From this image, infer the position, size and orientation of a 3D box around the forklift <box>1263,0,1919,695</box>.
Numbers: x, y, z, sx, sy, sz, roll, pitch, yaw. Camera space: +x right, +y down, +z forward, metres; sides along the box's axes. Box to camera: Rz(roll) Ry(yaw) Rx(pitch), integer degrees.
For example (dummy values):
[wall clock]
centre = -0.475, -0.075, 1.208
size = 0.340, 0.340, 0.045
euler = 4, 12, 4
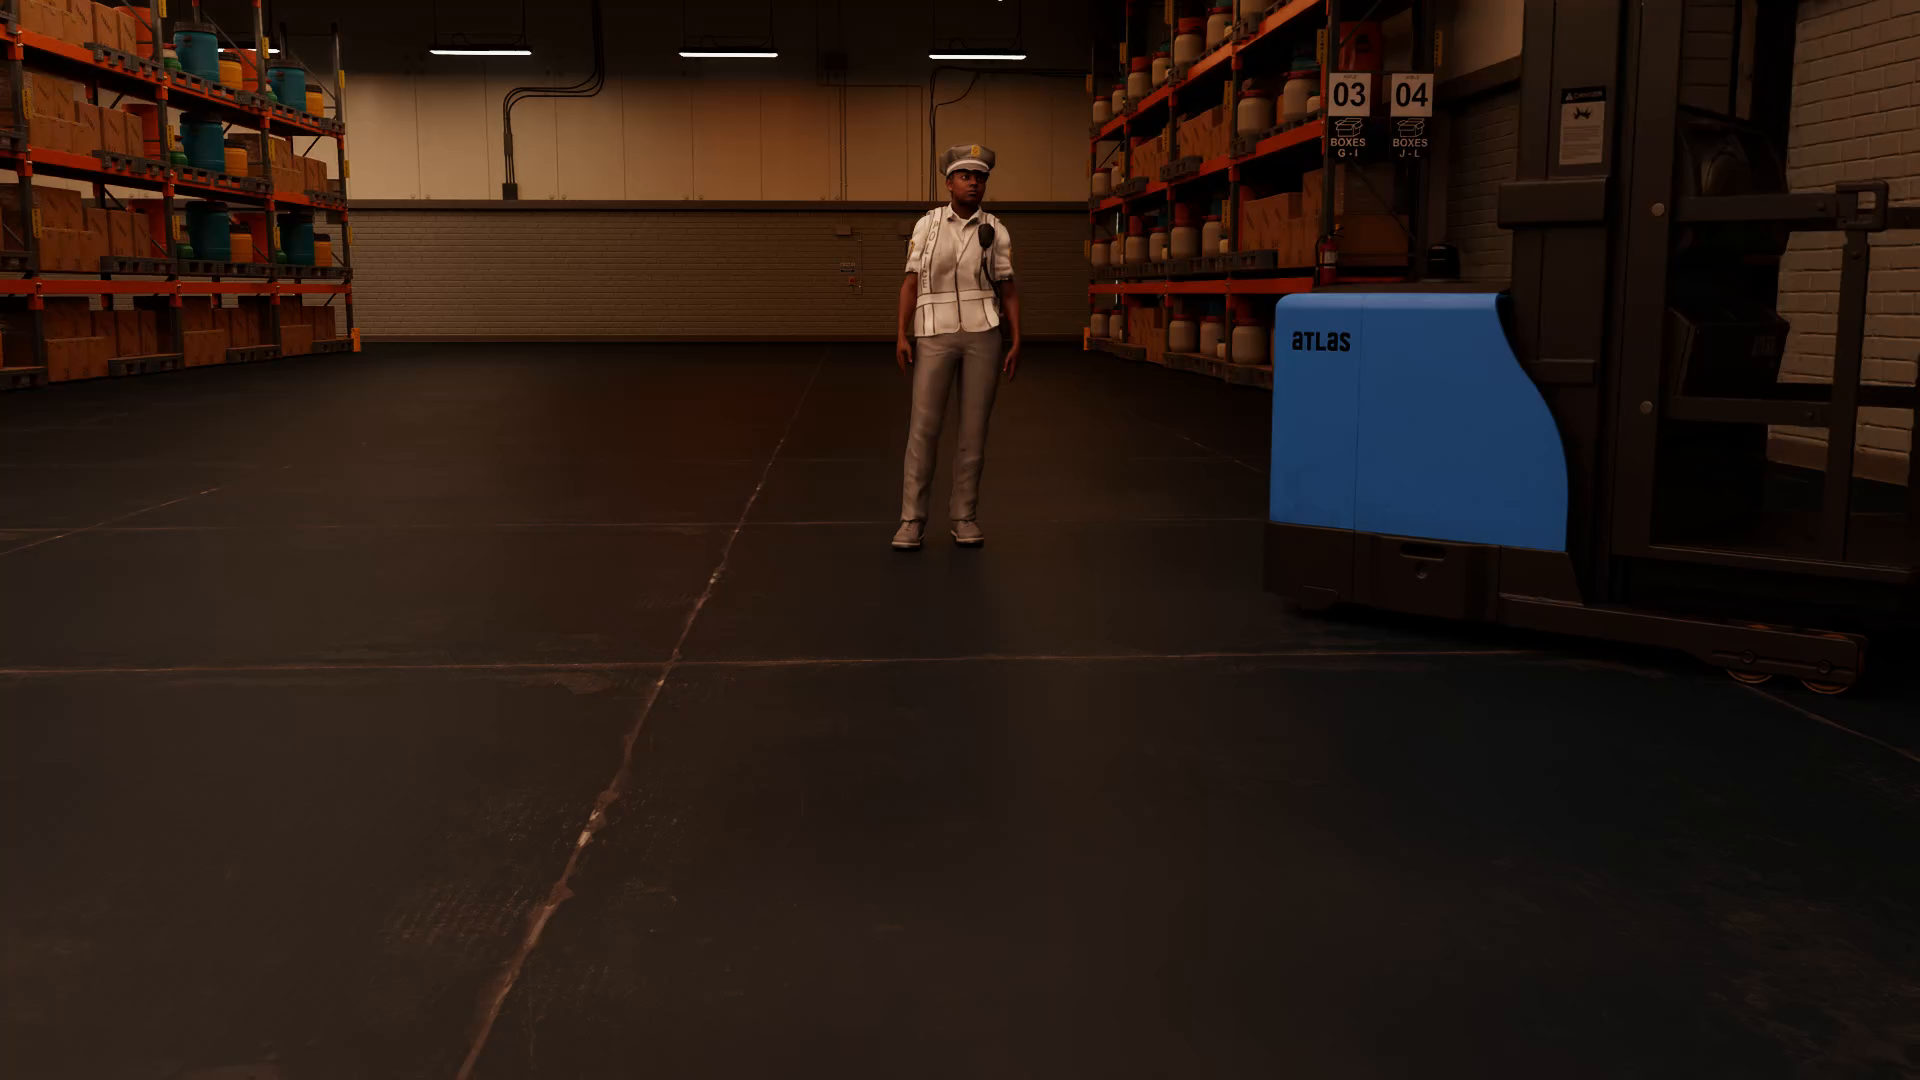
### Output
[forklift]
centre = 2.476, -1.118, 4.860
size = 3.031, 2.935, 1.130
euler = 7, 11, 41

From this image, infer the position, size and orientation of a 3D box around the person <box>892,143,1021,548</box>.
[person]
centre = -0.016, -0.833, 7.109
size = 0.569, 1.691, 0.529
euler = -1, 8, -4
